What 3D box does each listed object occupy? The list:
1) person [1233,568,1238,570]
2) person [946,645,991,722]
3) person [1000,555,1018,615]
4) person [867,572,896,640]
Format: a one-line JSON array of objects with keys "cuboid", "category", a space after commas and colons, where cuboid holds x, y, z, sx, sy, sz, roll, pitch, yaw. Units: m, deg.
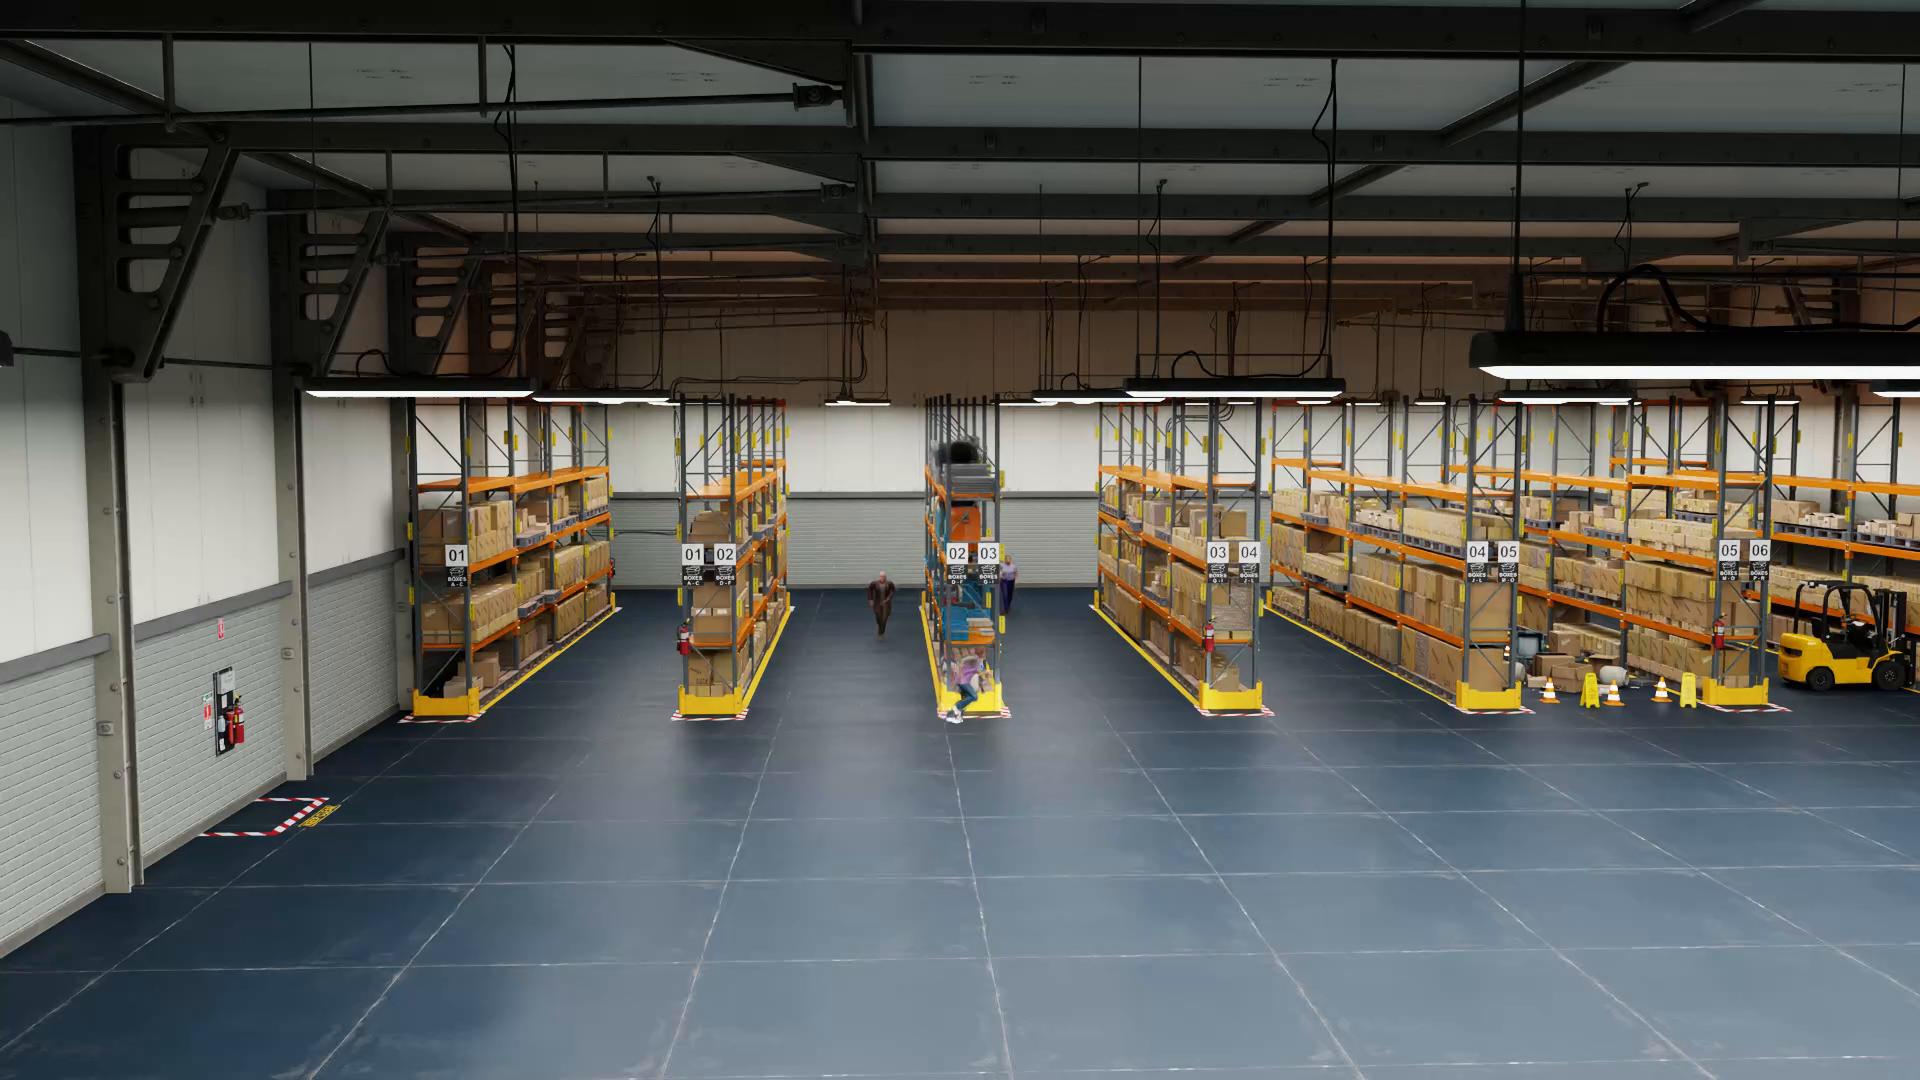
[{"cuboid": [7.683, 1.065, 47.925, 0.708, 1.812, 0.708, 1, 5, 16], "category": "person"}, {"cuboid": [0.142, 2.620, 30.167, 0.827, 1.434, 0.576, 1, 5, 13], "category": "person"}, {"cuboid": [1.338, 1.243, 46.564, 0.563, 1.661, 0.886, -1, 5, -11], "category": "person"}, {"cuboid": [-1.942, 1.627, 41.305, 0.707, 1.712, 0.792, 0, 5, -5], "category": "person"}]
